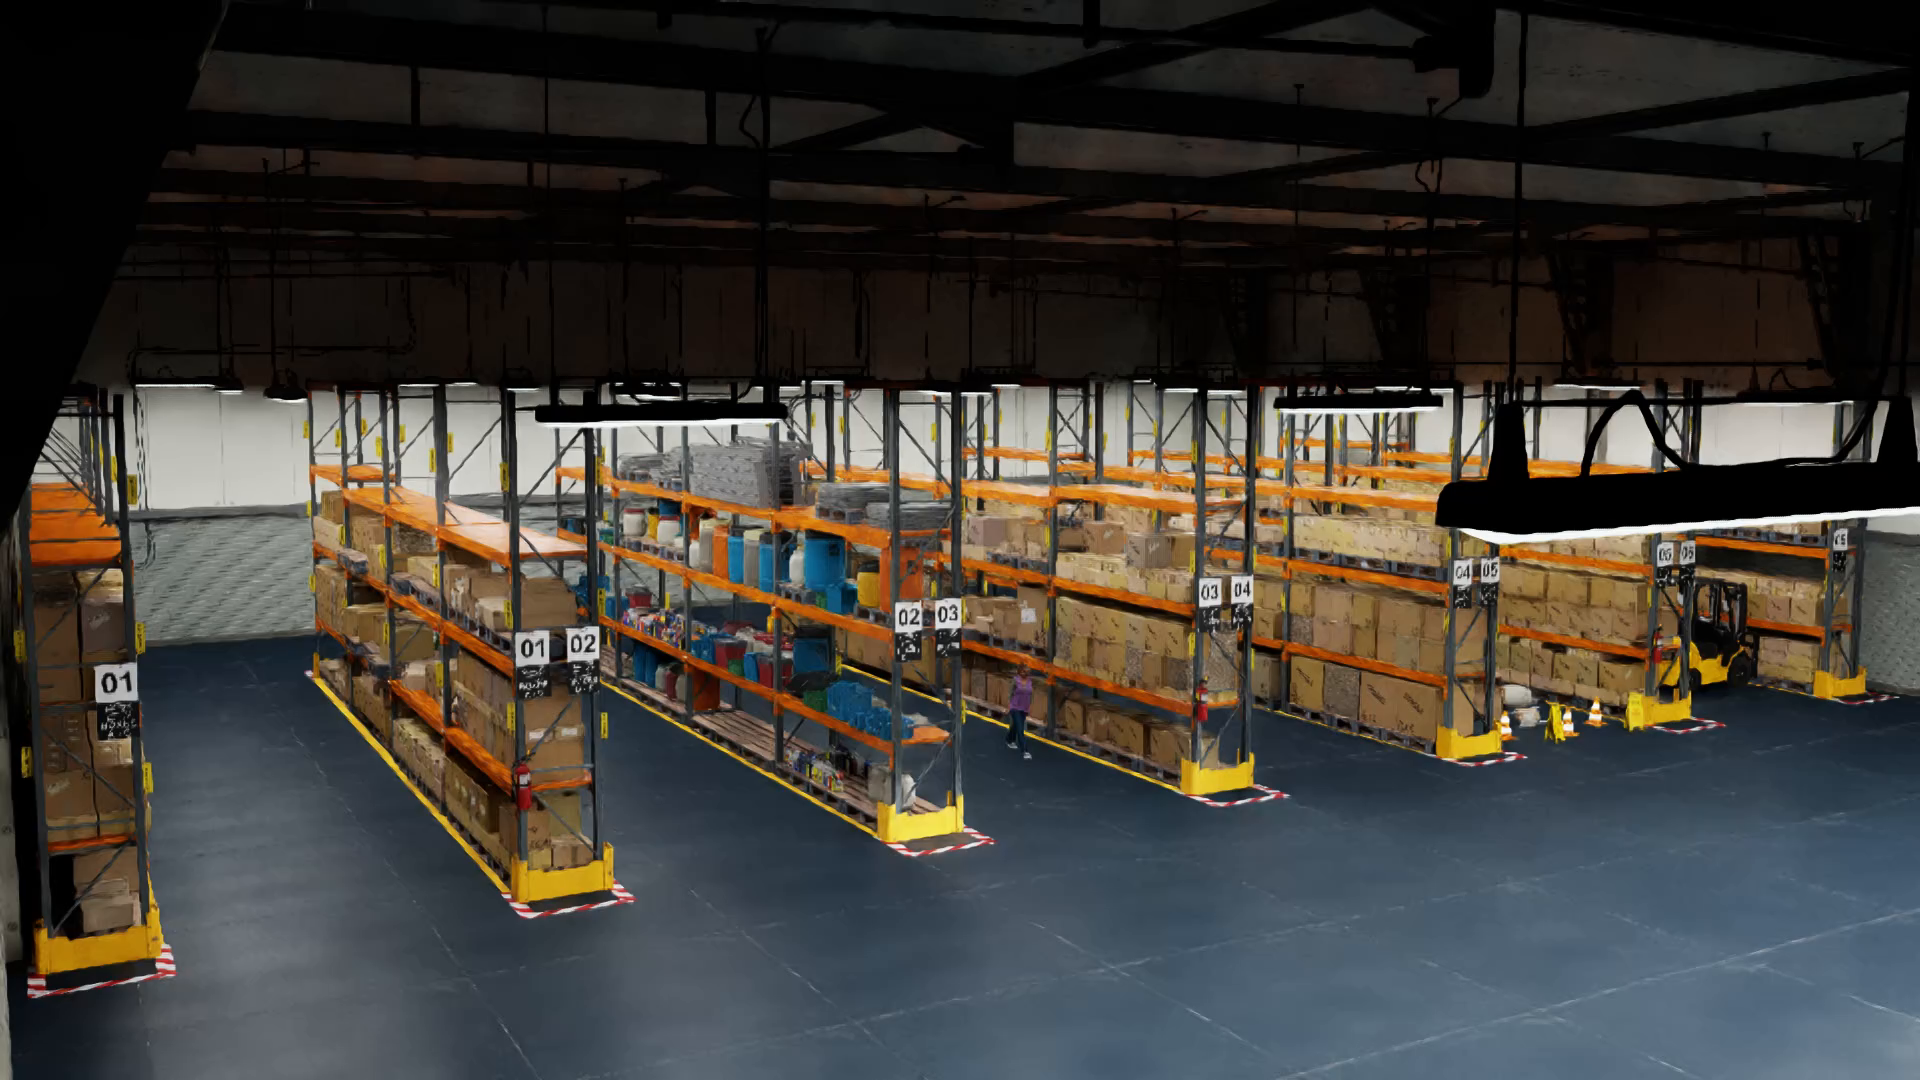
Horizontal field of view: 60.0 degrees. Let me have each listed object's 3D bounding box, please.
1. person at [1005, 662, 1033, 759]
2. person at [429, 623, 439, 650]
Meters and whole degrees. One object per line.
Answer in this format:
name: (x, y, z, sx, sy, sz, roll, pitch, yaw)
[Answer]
person: (0.996, 2.707, 26.840, 0.416, 1.512, 1.027, -3, 7, -29)
person: (-10.664, 1.861, 33.641, 0.494, 1.790, 0.645, -2, 7, -22)
